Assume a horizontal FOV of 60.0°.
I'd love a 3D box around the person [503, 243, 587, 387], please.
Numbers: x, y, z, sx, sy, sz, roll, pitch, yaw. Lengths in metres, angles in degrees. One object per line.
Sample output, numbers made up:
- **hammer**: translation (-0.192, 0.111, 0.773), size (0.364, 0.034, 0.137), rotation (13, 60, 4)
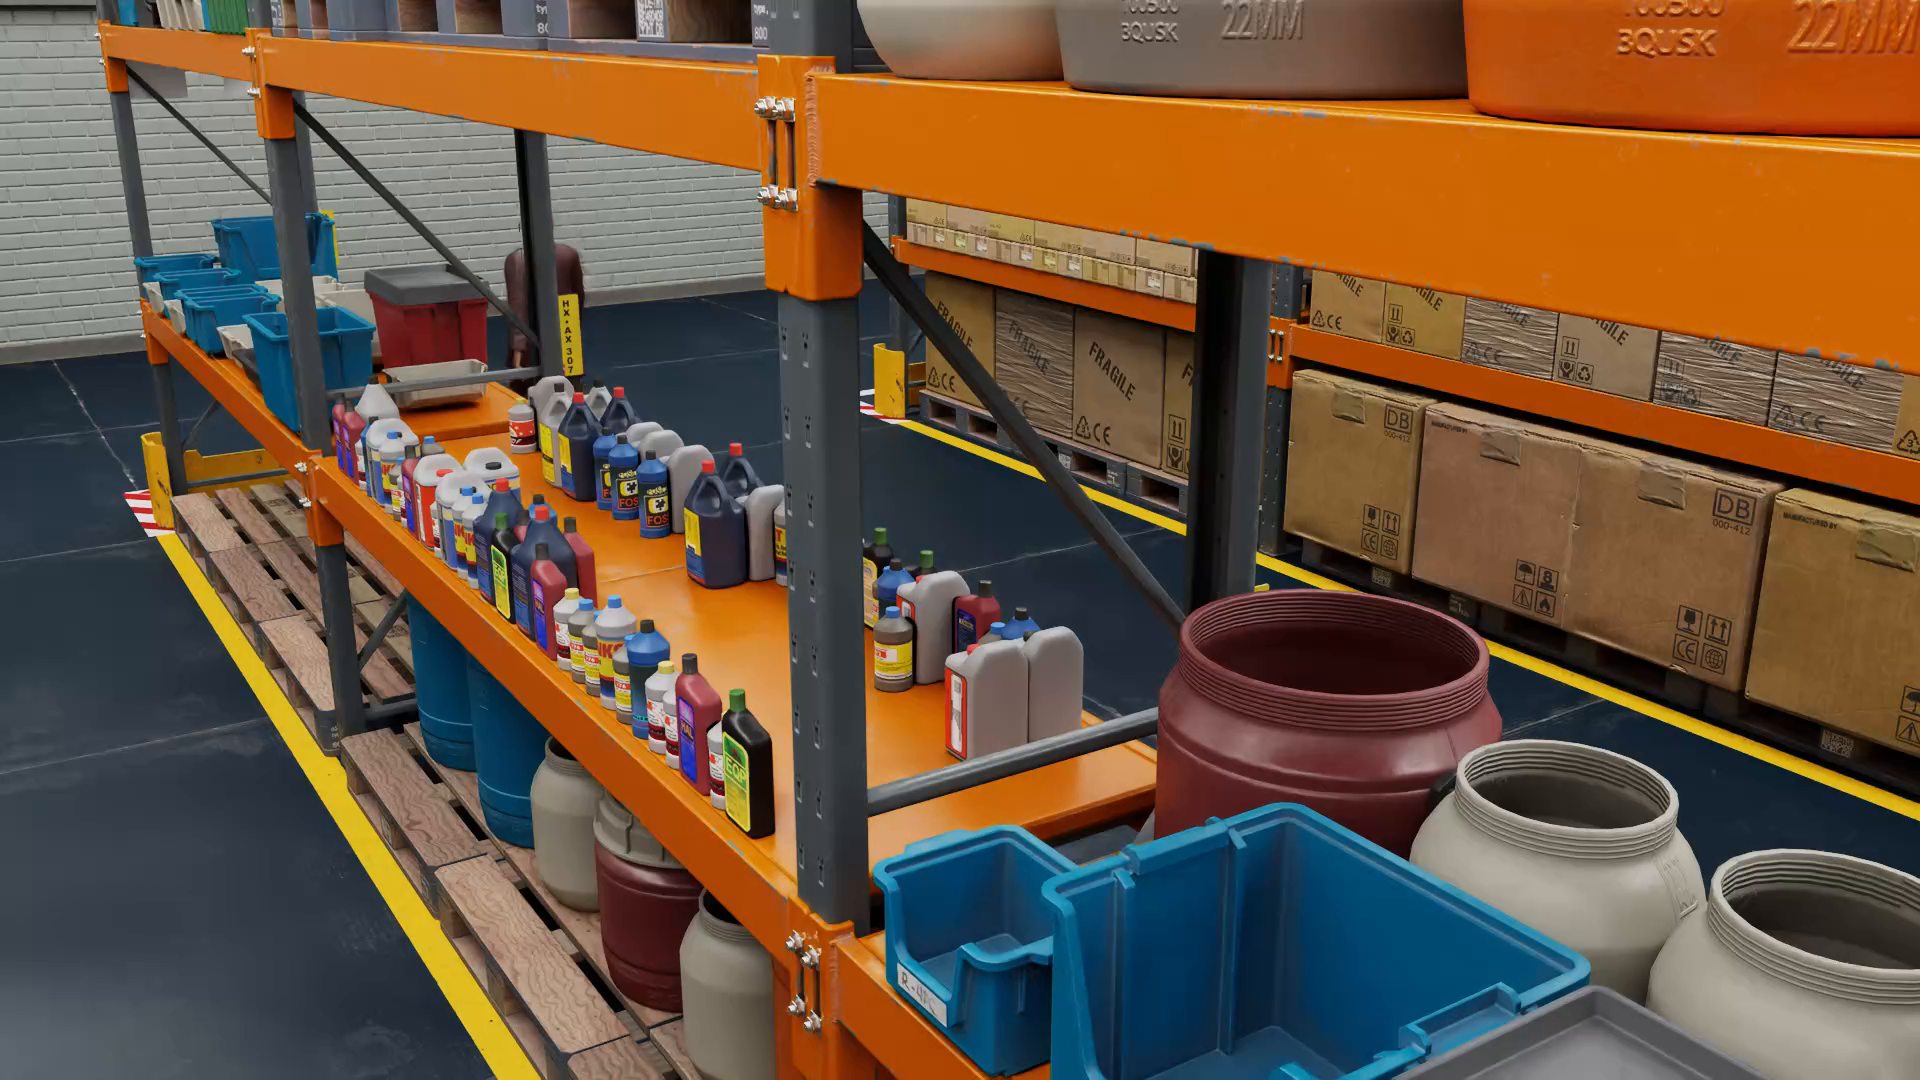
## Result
- **person**: translation (-2.619, -1.424, 10.395), size (0.656, 0.954, 0.489), rotation (-17, 24, -42)
